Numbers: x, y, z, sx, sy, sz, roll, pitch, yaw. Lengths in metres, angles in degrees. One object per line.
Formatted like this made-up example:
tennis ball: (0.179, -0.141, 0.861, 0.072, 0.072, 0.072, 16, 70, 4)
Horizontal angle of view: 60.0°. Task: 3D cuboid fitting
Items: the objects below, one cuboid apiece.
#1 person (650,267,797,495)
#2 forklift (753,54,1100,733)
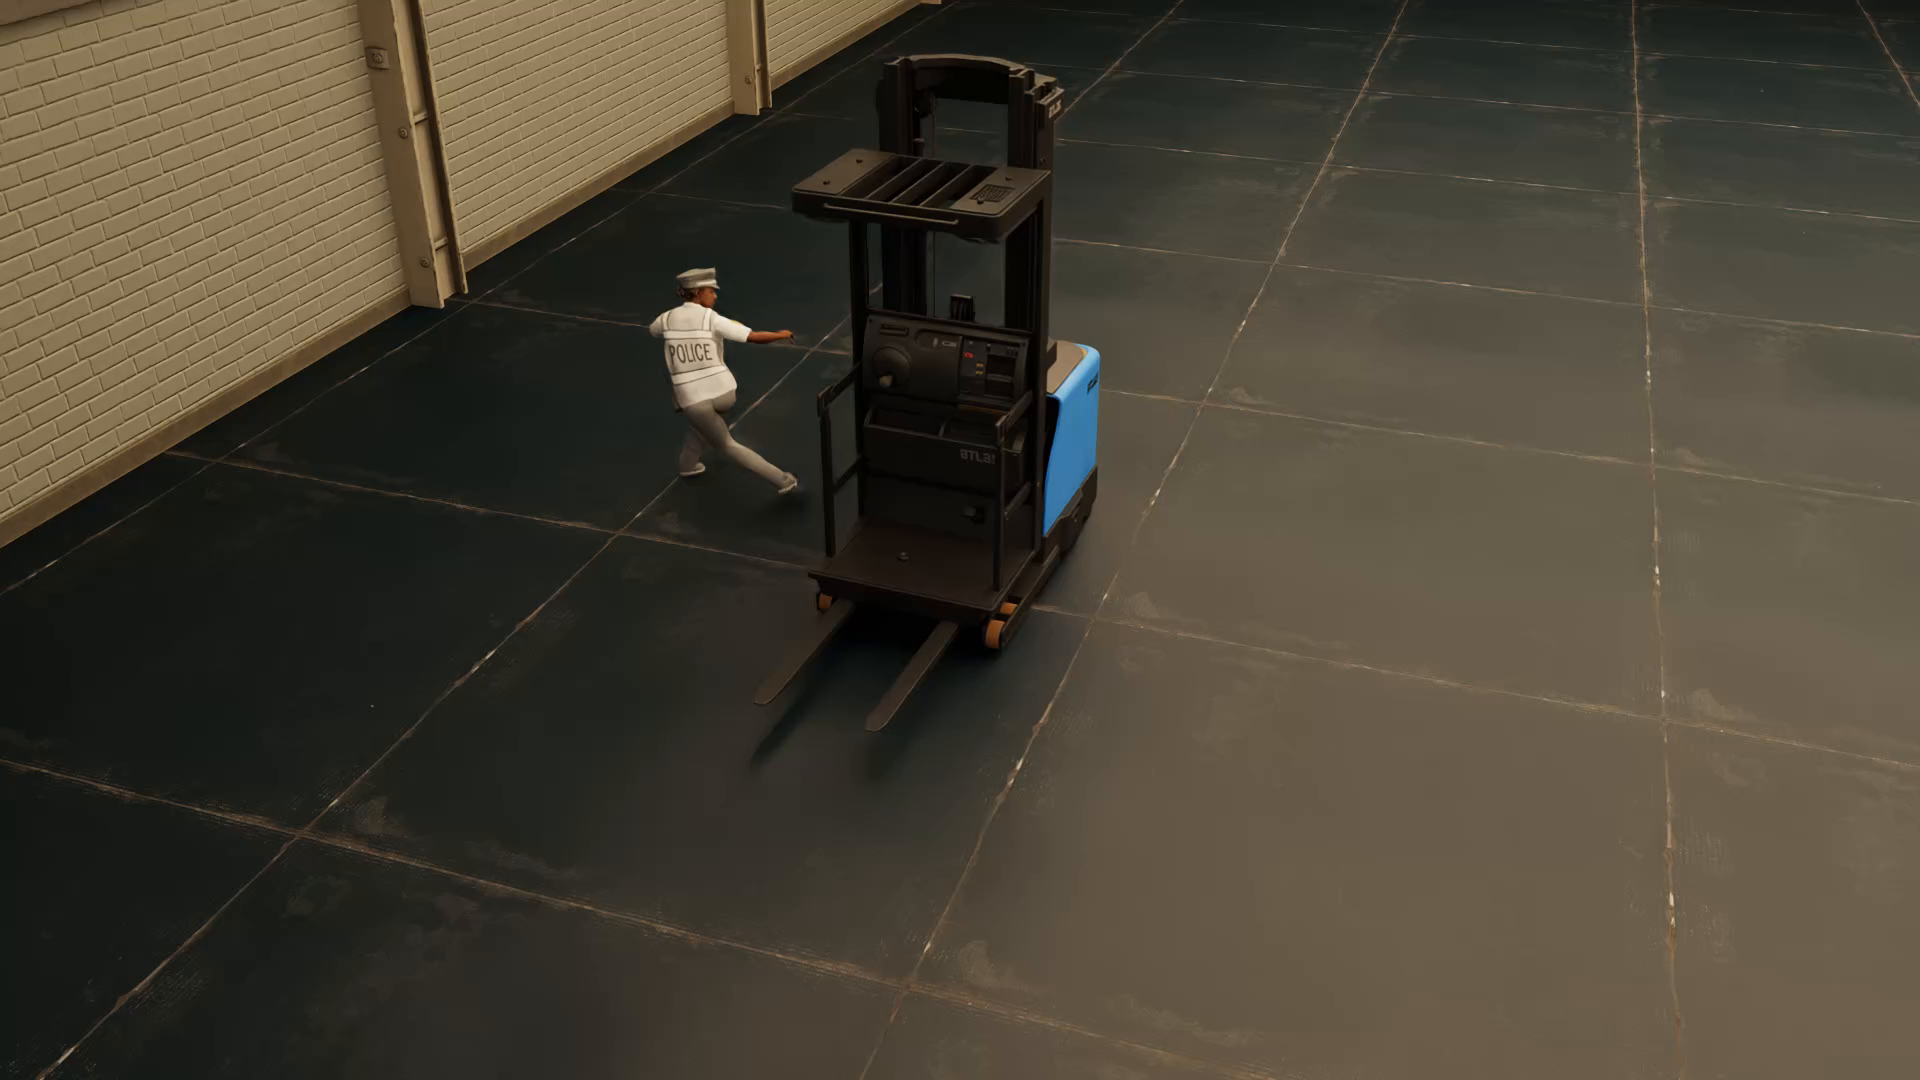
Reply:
person: (-1.459, -1.019, 10.412, 0.856, 1.464, 1.039, -10, 31, -17)
forklift: (-0.159, -0.910, 8.732, 1.130, 2.935, 3.031, 11, 32, 19)
